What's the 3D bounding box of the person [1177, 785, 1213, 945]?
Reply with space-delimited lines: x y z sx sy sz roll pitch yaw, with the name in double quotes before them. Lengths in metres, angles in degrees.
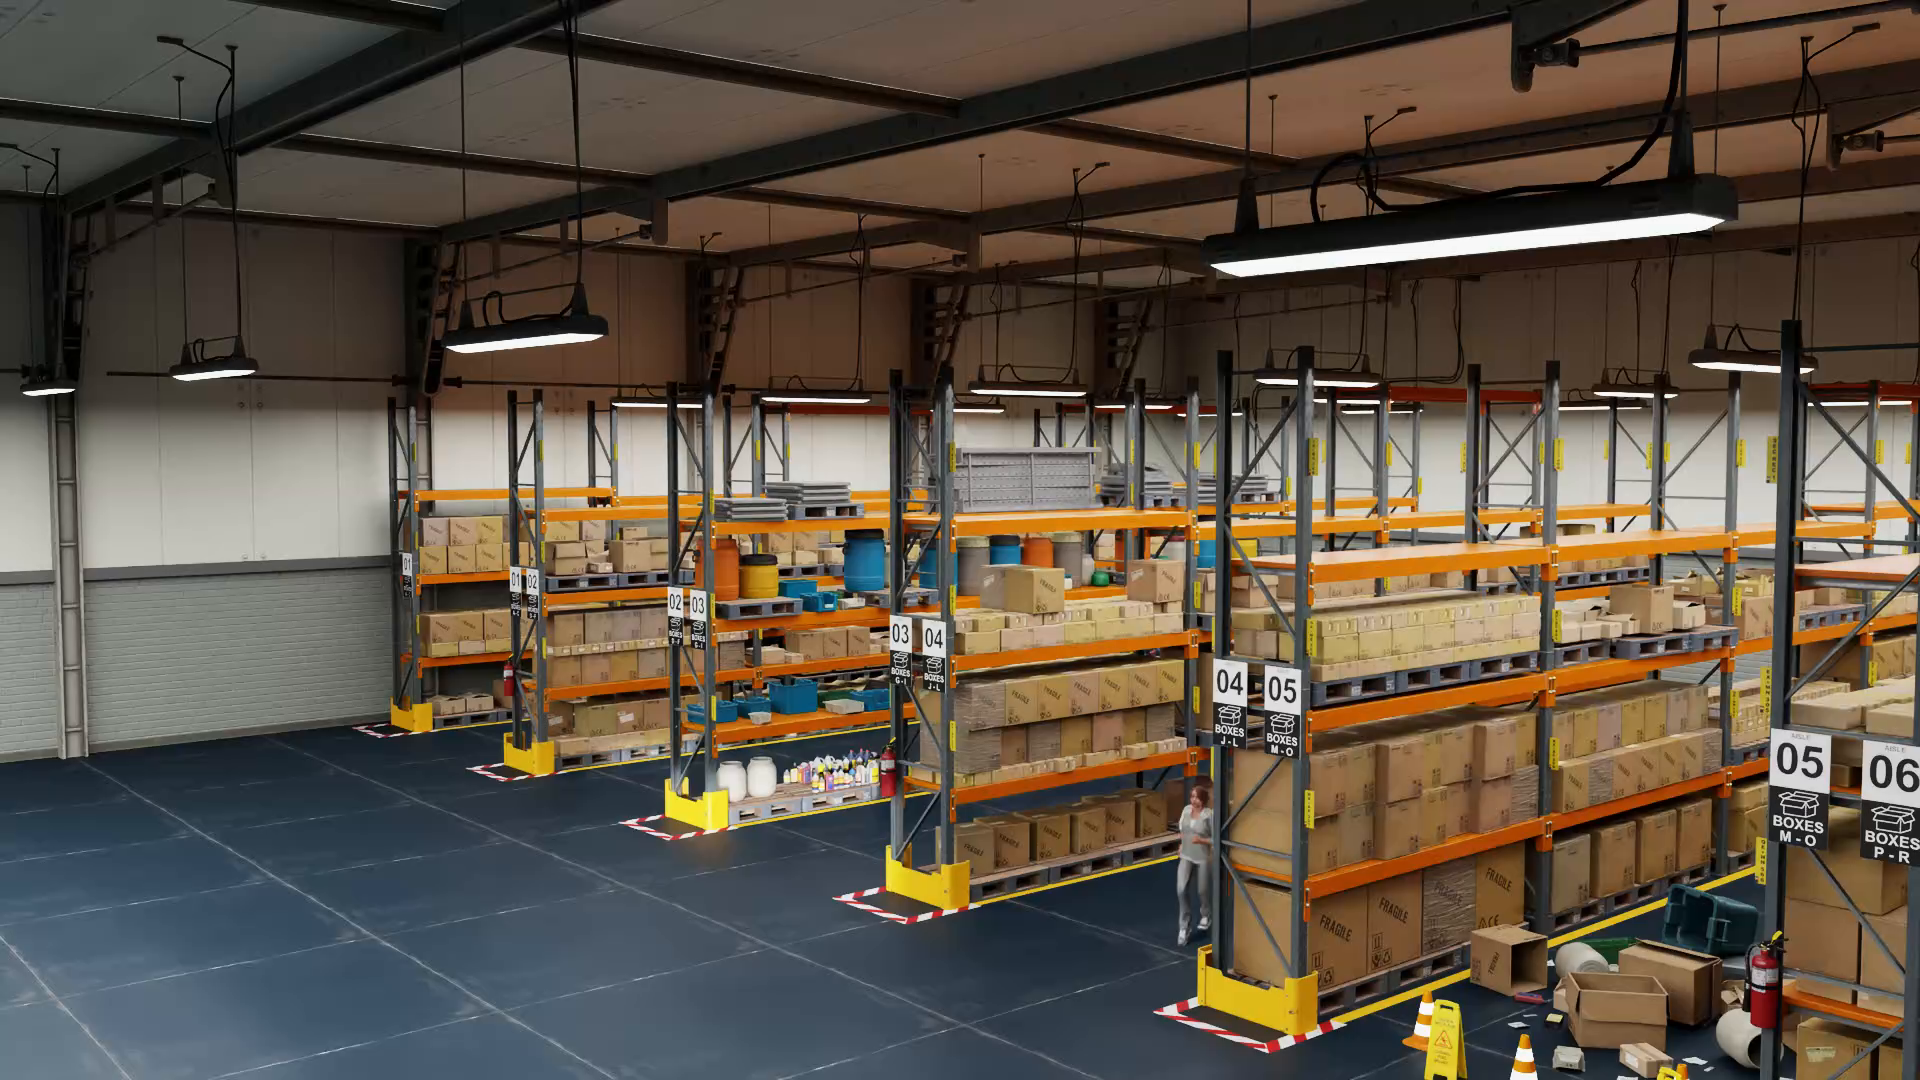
"person" 2.466 3.357 17.276 0.516 1.642 0.725 2 4 25
